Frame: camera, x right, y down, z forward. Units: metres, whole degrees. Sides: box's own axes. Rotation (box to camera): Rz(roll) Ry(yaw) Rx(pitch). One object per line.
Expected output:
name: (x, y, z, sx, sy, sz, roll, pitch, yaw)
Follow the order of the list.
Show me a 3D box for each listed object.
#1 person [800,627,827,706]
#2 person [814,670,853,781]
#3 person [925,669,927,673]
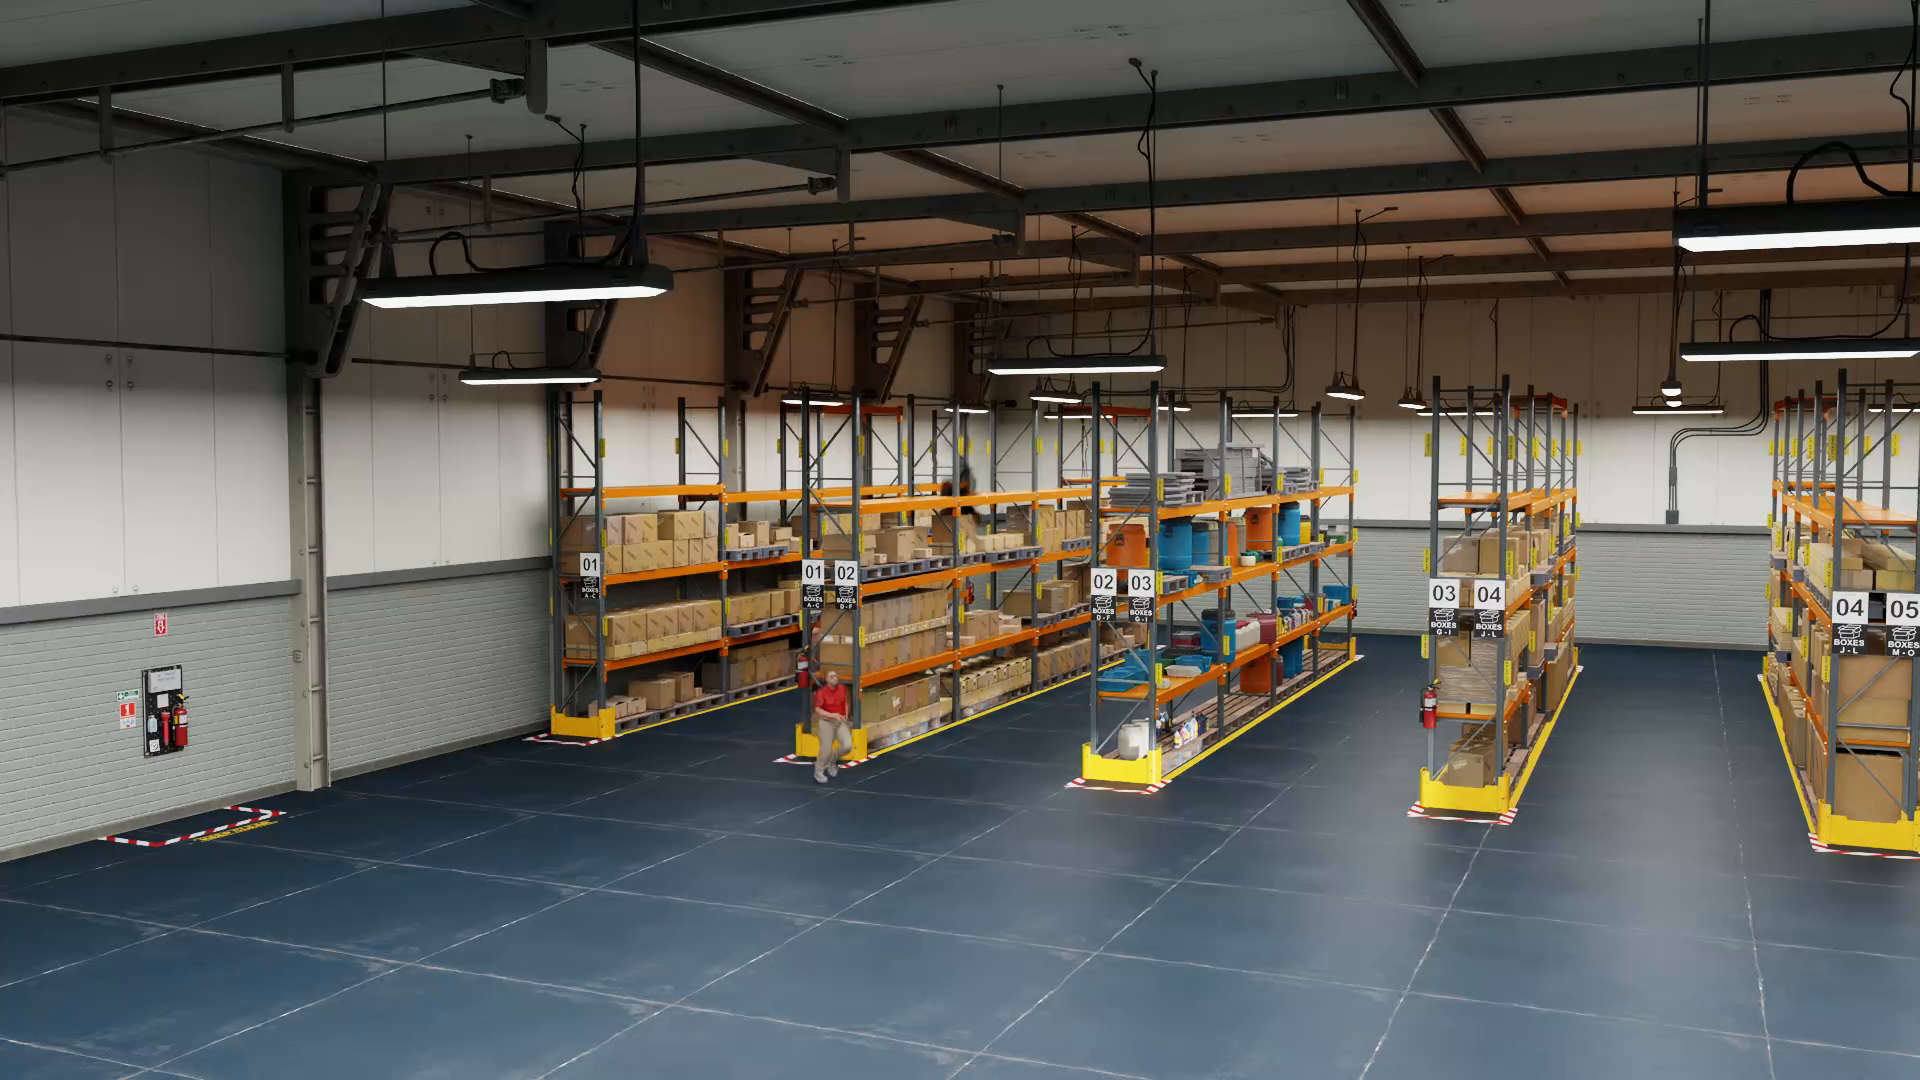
person: (-2.585, 2.481, 29.675, 0.675, 1.846, 0.829, 1, 3, 12)
person: (-1.879, 2.779, 24.883, 0.691, 1.683, 0.767, -2, 4, -37)
person: (-0.813, 2.089, 35.931, 0.647, 1.787, 0.968, 1, 3, 11)
